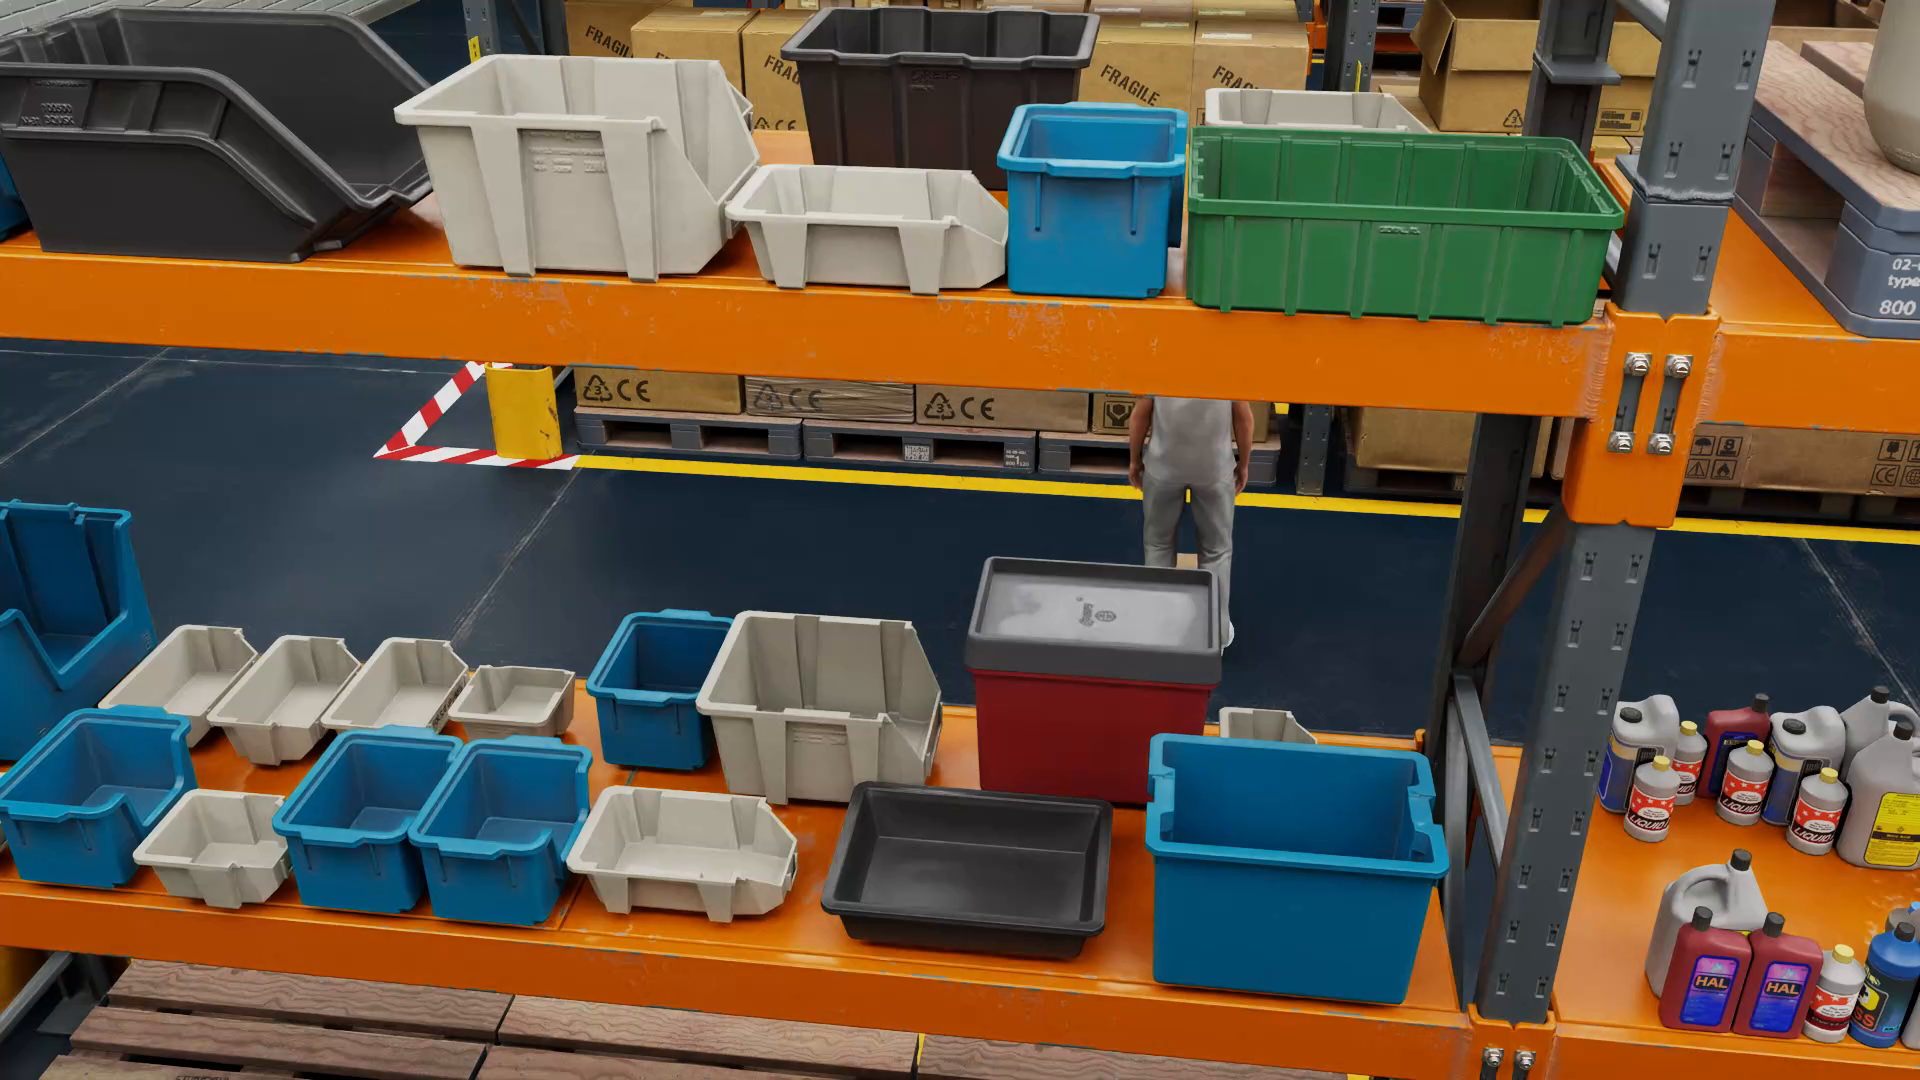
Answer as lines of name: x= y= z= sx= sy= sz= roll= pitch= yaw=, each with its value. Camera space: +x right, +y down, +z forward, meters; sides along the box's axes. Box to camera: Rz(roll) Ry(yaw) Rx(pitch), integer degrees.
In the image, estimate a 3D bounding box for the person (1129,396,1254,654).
person: x=0.918 y=-0.294 z=6.667 sx=0.491 sy=1.673 sz=0.404 roll=3 pitch=29 yaw=6
